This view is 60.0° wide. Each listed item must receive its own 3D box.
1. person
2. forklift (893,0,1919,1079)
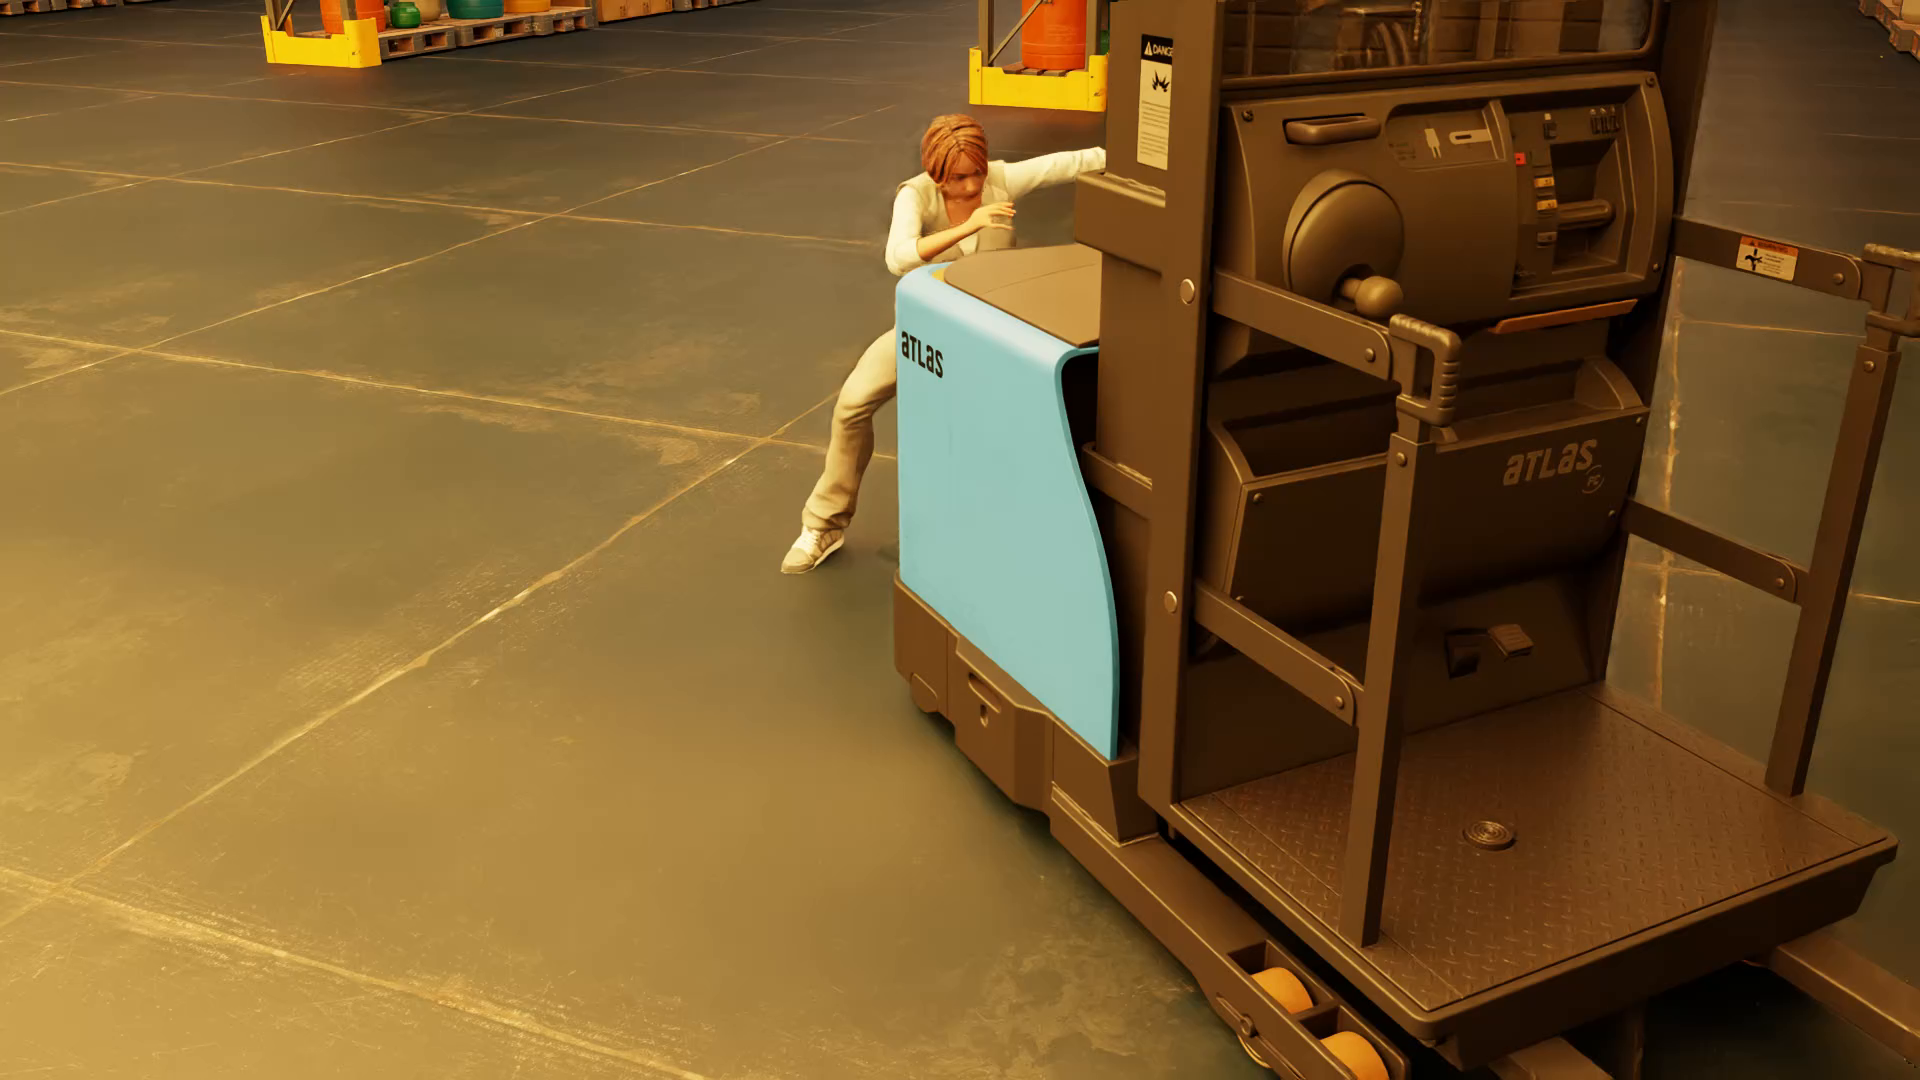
[{"bbox_3d":[0.103,-0.582,4.863,1.305,1.290,0.665,-2,23,-5],"label":"person"},{"bbox_3d":[0.953,-0.566,2.646,1.130,2.935,3.031,-11,25,-25],"label":"forklift"}]
